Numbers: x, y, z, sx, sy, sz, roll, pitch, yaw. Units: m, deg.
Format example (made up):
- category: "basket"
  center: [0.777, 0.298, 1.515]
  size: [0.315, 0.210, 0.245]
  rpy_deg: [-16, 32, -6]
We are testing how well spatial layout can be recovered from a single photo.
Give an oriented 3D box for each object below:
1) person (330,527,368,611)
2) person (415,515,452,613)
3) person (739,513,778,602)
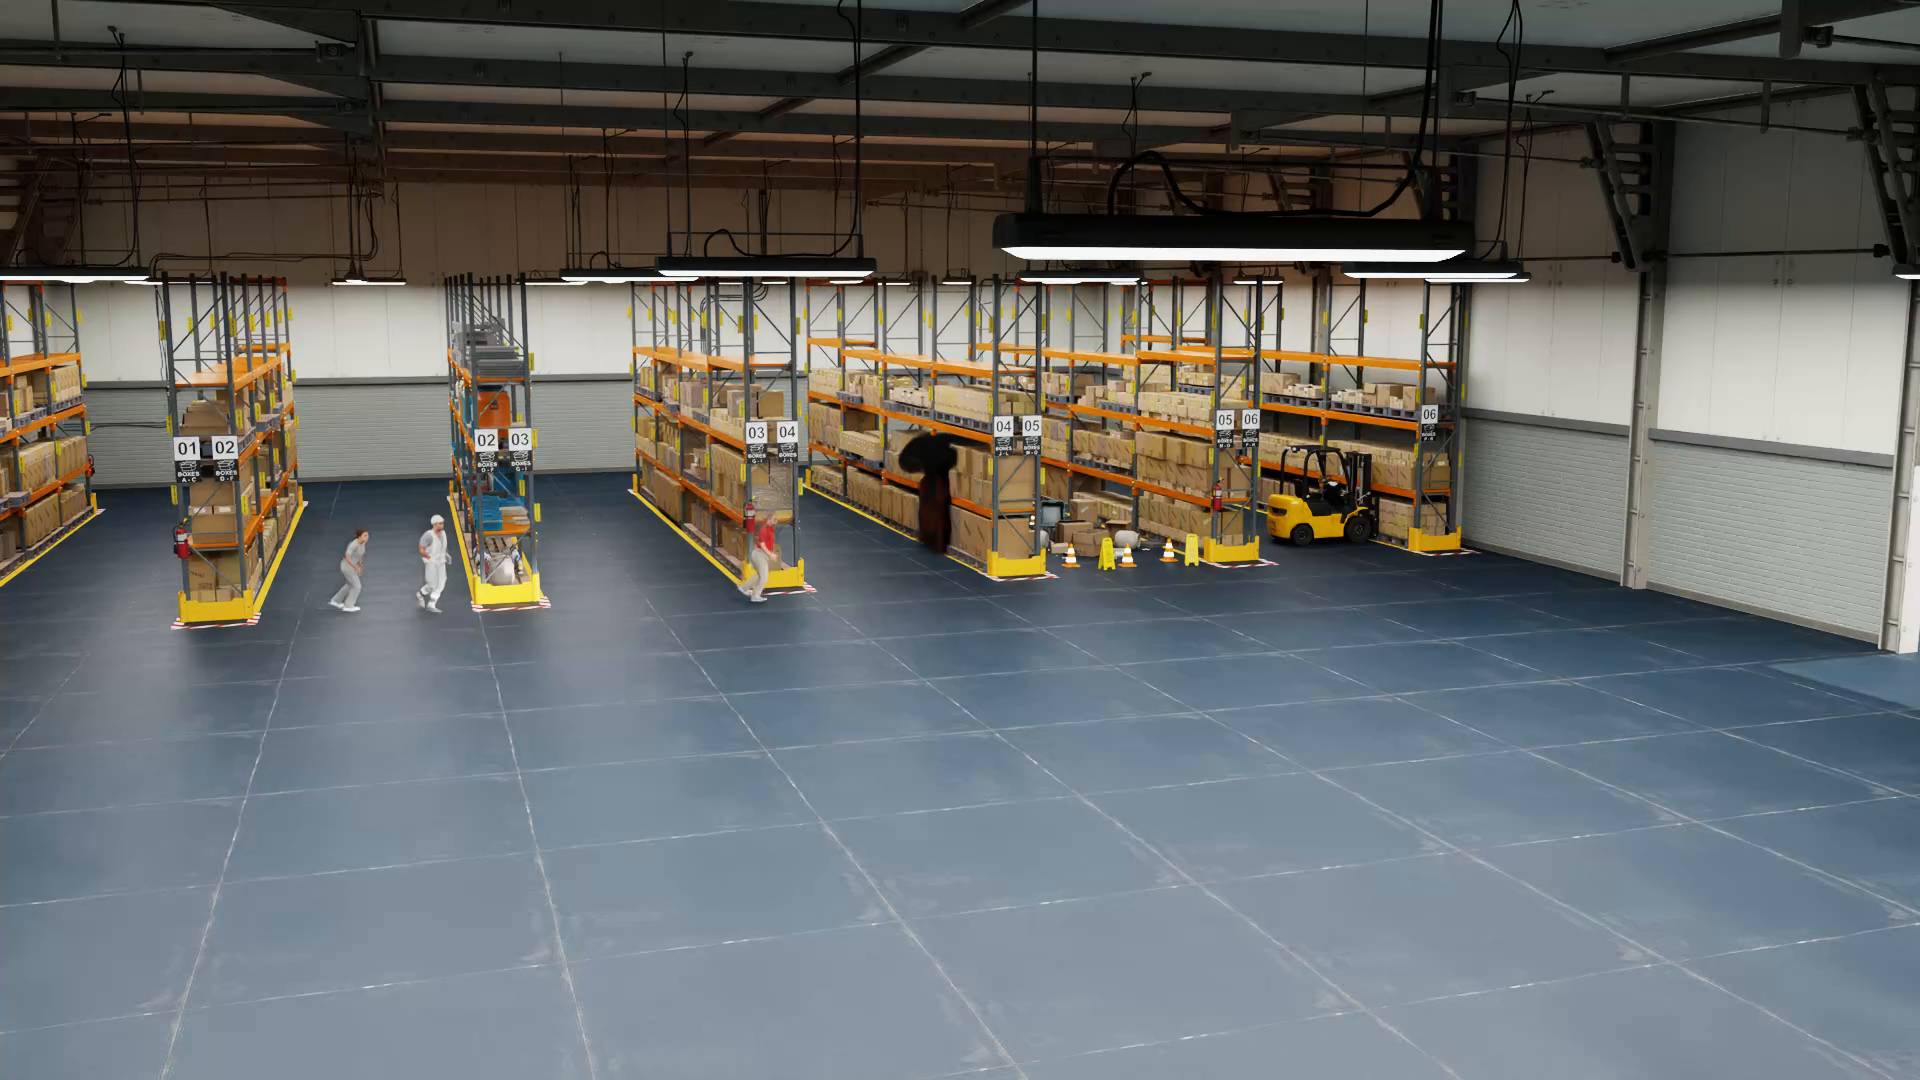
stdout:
- category: "person"
  center: [-10.892, 0.517, 29.638]
  size: [0.811, 1.525, 0.598]
  rpy_deg: [0, 9, -3]
- category: "person"
  center: [-9.418, 0.412, 29.677]
  size: [0.678, 1.751, 0.680]
  rpy_deg: [6, 10, 33]
- category: "person"
  center: [-3.707, 0.311, 30.552]
  size: [0.759, 1.647, 0.649]
  rpy_deg: [0, 9, -1]
